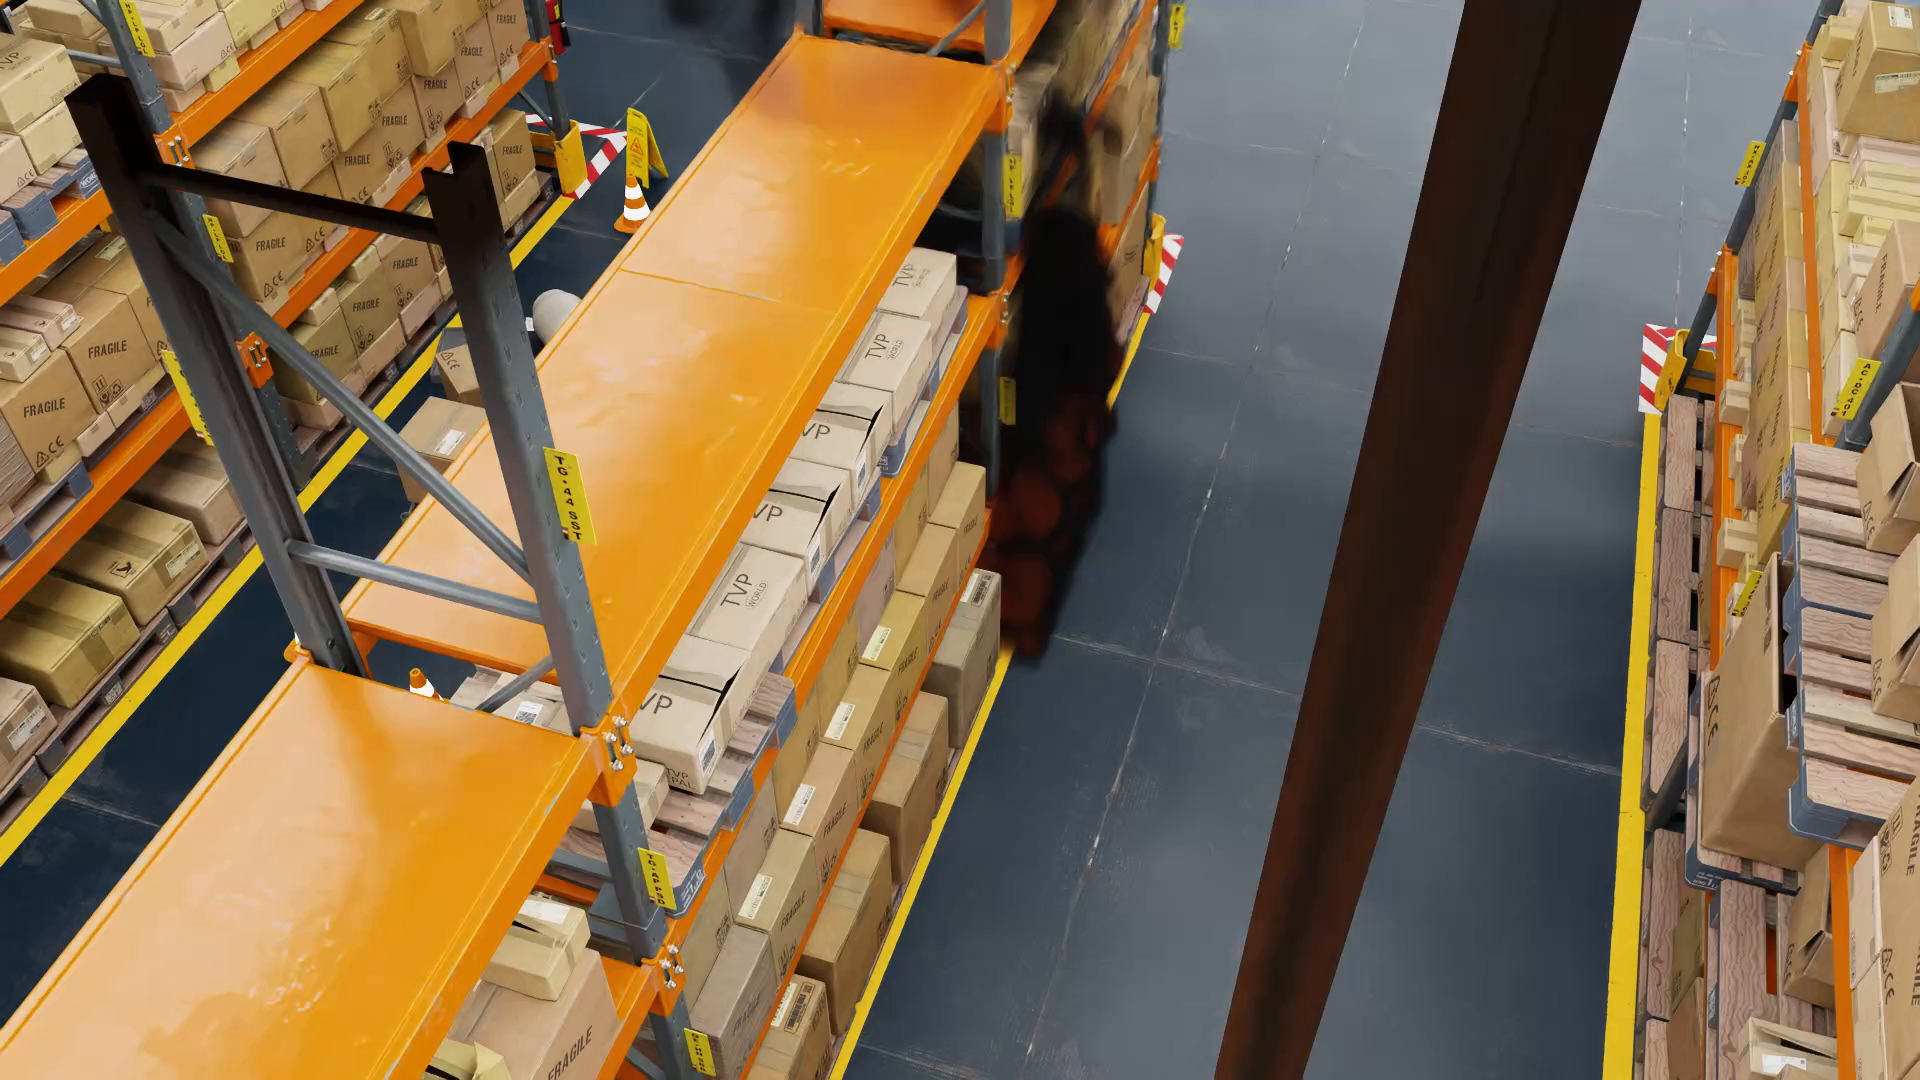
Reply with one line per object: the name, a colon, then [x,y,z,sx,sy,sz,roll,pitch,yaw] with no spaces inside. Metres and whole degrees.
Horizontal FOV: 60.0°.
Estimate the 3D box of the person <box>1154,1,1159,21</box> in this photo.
person: [1.479,-4.474,14.296,0.714,1.738,0.838,-15,48,-14]
